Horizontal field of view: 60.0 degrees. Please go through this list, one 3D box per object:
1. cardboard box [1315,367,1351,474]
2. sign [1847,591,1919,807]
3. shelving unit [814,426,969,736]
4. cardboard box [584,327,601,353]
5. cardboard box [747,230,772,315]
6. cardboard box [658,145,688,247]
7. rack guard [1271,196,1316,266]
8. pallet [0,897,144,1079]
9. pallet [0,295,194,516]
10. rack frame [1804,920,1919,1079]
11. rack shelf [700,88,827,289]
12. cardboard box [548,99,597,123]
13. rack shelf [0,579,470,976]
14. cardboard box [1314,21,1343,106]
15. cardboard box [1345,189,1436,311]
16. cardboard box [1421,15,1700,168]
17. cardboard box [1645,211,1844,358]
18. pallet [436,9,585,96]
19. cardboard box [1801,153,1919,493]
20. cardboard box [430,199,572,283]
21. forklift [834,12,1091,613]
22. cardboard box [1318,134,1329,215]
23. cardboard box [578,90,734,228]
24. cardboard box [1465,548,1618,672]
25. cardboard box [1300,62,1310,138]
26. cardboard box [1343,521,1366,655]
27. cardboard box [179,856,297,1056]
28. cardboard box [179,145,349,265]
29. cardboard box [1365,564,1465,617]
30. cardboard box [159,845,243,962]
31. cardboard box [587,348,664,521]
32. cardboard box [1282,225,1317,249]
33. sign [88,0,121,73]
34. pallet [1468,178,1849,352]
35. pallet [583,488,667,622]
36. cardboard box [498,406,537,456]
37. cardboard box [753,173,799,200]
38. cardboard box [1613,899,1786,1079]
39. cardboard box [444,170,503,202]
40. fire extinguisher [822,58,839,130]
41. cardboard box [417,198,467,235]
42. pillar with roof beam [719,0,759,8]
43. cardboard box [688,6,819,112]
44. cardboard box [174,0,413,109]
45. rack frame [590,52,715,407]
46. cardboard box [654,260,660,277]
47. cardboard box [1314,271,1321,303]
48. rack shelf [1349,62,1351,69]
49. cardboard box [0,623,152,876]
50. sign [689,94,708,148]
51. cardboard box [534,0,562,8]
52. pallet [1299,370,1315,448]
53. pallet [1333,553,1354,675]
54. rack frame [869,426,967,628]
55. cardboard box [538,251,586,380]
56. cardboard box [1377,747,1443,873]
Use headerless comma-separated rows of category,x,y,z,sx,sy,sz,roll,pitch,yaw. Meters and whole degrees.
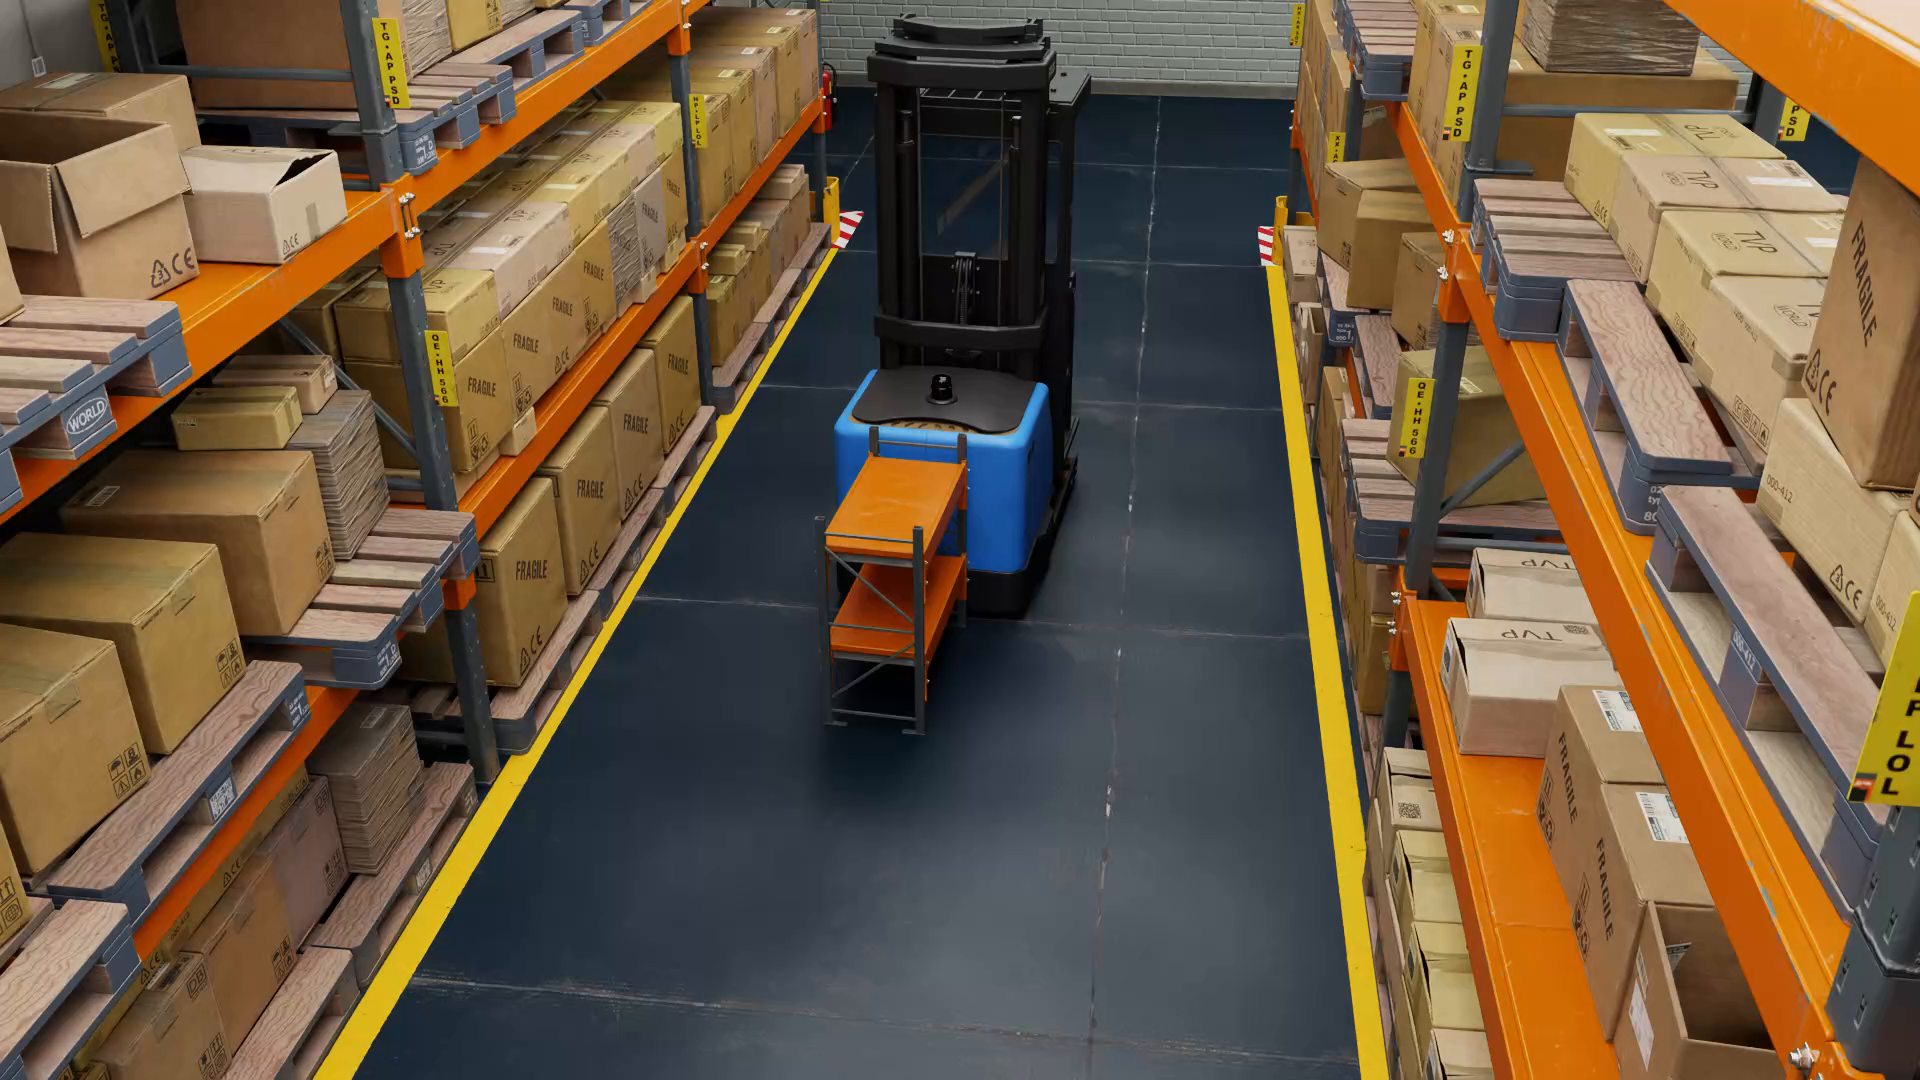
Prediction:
cardboard box,2.463,-0.721,10.097,0.500,0.500,0.500,2,28,4
sign,1.244,0.211,2.157,0.100,0.325,0.005,3,28,6
shelving unit,-0.313,0.181,8.229,0.538,1.125,1.048,5,29,10
cardboard box,-2.157,-1.130,8.929,0.380,0.149,0.250,4,29,8
cardboard box,-1.830,-2.036,12.559,0.700,0.500,0.500,4,29,7
cardboard box,-1.959,-2.079,10.007,0.500,0.500,0.500,3,28,5
rack guard,3.245,-2.588,14.027,1.175,0.500,0.348,3,28,6
pallet,-2.895,1.371,4.244,1.003,0.211,1.213,3,28,6
pallet,-2.828,-0.372,4.314,1.213,0.211,1.003,3,28,6
rack frame,1.784,1.924,3.015,1.000,3.000,0.127,3,28,6
rack shelf,-1.908,-2.752,12.454,1.077,0.370,4.000,3,28,6
cardboard box,-2.468,-2.440,9.886,0.500,0.250,0.500,4,29,8
rack shelf,-2.888,1.014,5.465,1.077,0.370,4.000,3,28,6
cardboard box,2.754,-3.294,11.542,0.500,0.500,0.500,3,28,6
cardboard box,2.462,-1.533,8.884,0.700,0.500,0.500,8,29,14
cardboard box,2.356,-1.770,6.606,0.910,0.500,0.500,3,28,6
cardboard box,2.146,-0.665,4.374,0.500,0.250,0.500,3,28,5
pallet,-2.483,-2.315,7.920,1.003,0.211,1.213,5,29,9
cardboard box,1.945,-0.403,3.097,0.500,0.500,0.500,6,29,11
cardboard box,-2.209,-1.446,8.040,0.500,0.250,0.500,4,29,7
forklift,0.126,-1.583,9.598,1.130,2.935,3.031,6,29,10
cardboard box,2.632,-2.378,10.897,0.500,0.500,0.500,4,29,8
cardboard box,-2.070,-2.514,10.937,0.980,0.700,0.700,4,29,7
cardboard box,2.186,0.249,6.218,0.500,0.311,0.500,5,29,9
cardboard box,2.880,-3.332,12.666,0.500,0.500,0.500,3,28,6
cardboard box,2.219,0.251,8.293,0.500,0.500,0.500,2,28,4
cardboard box,-2.891,1.475,6.020,0.700,0.500,0.500,3,28,6
cardboard box,-2.463,-1.180,5.688,0.500,0.311,0.500,3,28,6
cardboard box,2.158,0.138,7.713,0.500,0.250,0.500,4,29,8
cardboard box,-2.870,1.181,5.776,0.500,0.250,0.500,3,28,6
cardboard box,-2.210,-0.634,9.588,0.750,0.750,0.750,4,29,8
cardboard box,2.861,-2.486,13.743,0.380,0.149,0.250,3,28,6
sign,-3.193,-1.864,6.256,0.100,0.325,0.005,3,28,6
pallet,2.279,-0.871,5.241,1.213,0.211,1.003,5,29,9
pallet,-2.320,0.044,9.446,1.003,0.211,1.213,3,28,6
cardboard box,-2.217,-0.523,7.801,0.380,0.149,0.250,4,29,8
cardboard box,-1.515,-2.854,13.393,0.380,0.149,0.250,4,29,8
cardboard box,1.958,1.272,4.121,0.500,0.500,0.500,5,29,10
cardboard box,-2.650,-1.712,8.534,0.500,0.250,0.500,3,28,5
fire extinguisher,-1.186,-3.856,14.220,0.296,0.674,0.183,3,28,6
cardboard box,-2.712,-1.472,8.089,0.500,0.250,0.500,3,28,5
pillar with roof beam,2.082,-7.722,14.596,9.100,9.000,0.400,3,28,6
cardboard box,-1.716,-3.902,13.513,0.980,0.700,0.700,5,29,9
cardboard box,-2.642,-2.030,6.624,0.700,0.500,0.500,1,28,2
rack frame,-2.153,-2.127,10.536,1.000,3.000,0.127,3,28,6
cardboard box,-1.997,-1.611,9.821,0.380,0.149,0.250,4,29,8
cardboard box,2.989,-1.821,12.135,0.797,0.503,0.637,3,28,6
rack shelf,3.009,-3.787,11.212,1.077,0.370,4.000,3,28,6
cardboard box,-2.912,0.589,4.926,0.700,0.500,0.500,7,29,13
sign,-1.613,-2.575,10.230,0.100,0.325,0.005,3,28,6
cardboard box,-2.374,-3.012,8.446,0.700,0.500,0.500,3,28,5
pallet,2.849,-0.937,11.267,1.003,0.211,1.213,3,28,6
pallet,2.555,0.347,8.883,1.003,0.211,1.213,3,28,6
rack frame,-0.213,-0.056,8.668,0.500,1.125,0.032,5,29,10
cardboard box,-2.194,-1.122,8.229,0.500,0.500,0.500,3,28,6
cardboard box,1.918,1.050,6.504,0.500,0.311,0.500,4,29,8
